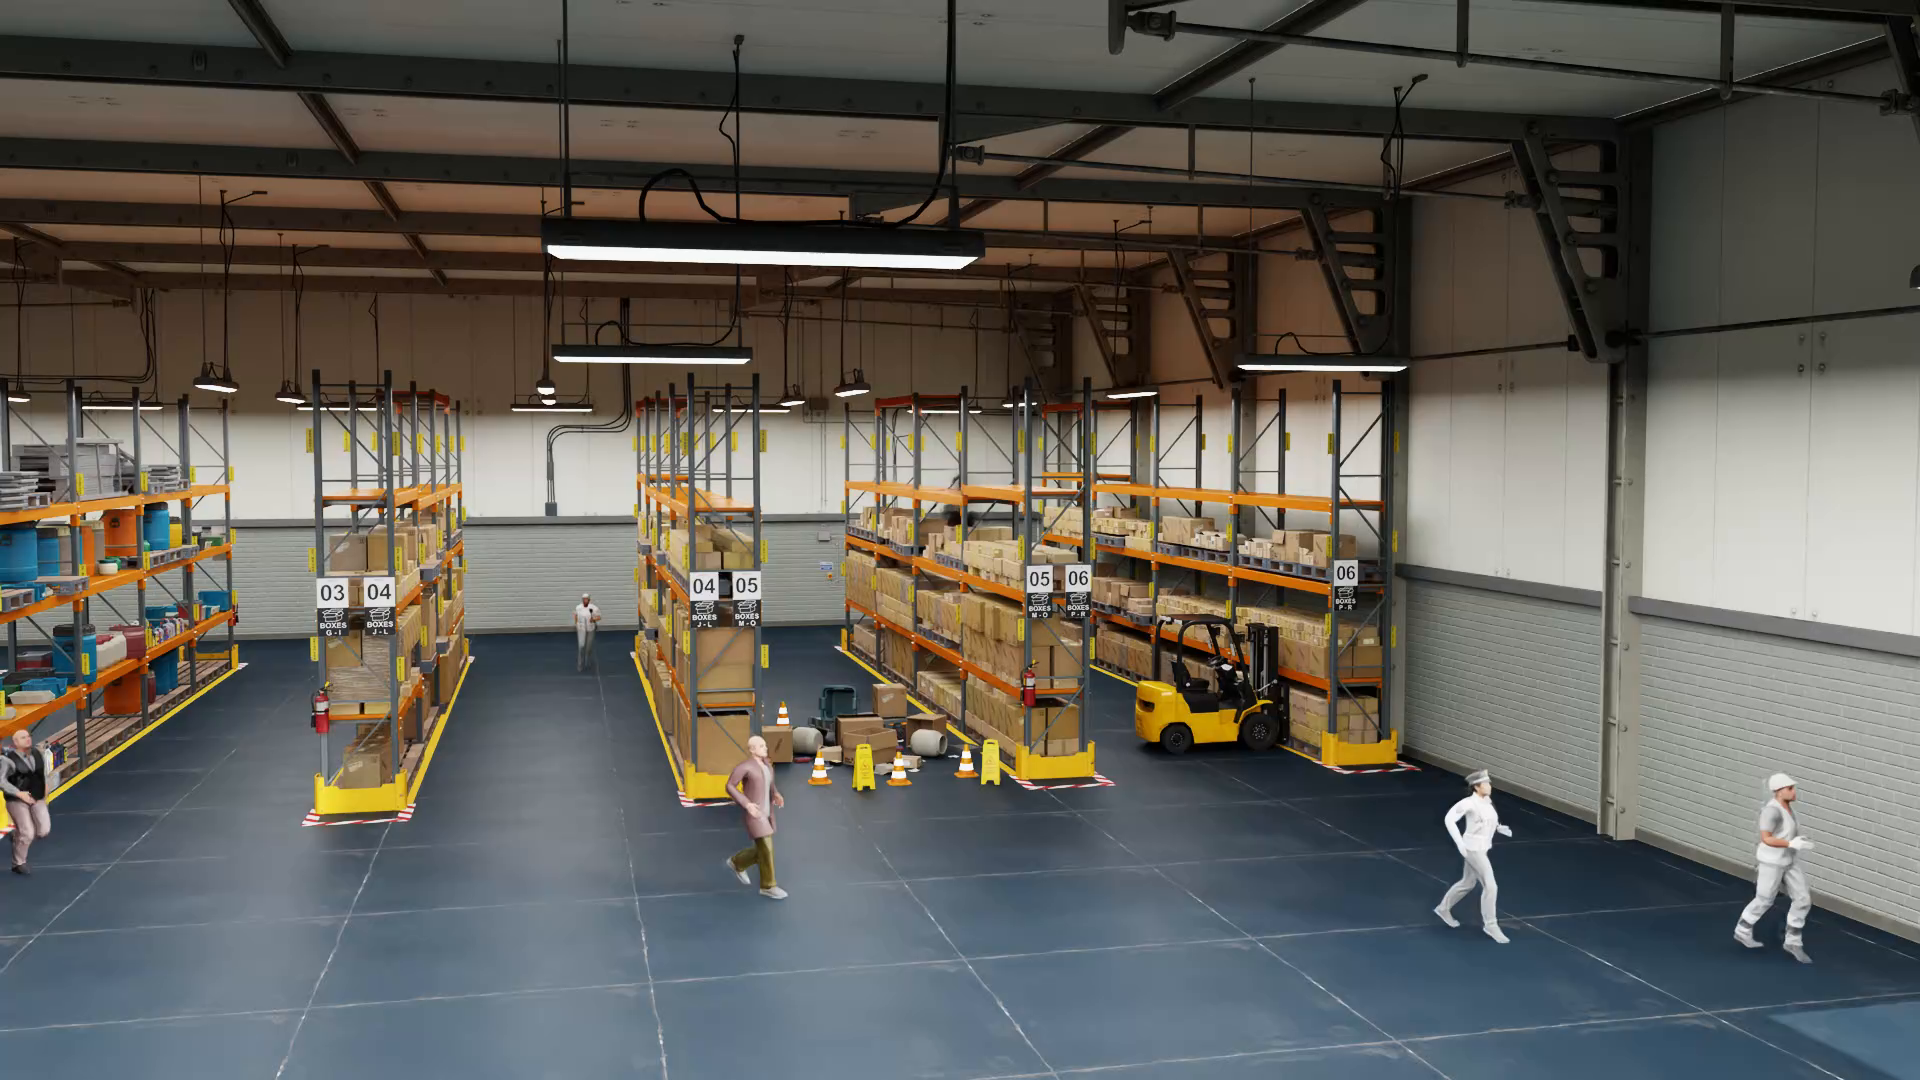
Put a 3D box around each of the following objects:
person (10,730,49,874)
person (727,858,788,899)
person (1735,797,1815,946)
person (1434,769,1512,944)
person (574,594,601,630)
[{"bbox_3d":[-10.908,3.045,19.460,0.646,1.686,0.584,2,4,25],"label":"person"},{"bbox_3d":[-2.258,3.750,18.542,0.861,0.373,0.215,2,4,28],"label":"person"},{"bbox_3d":[7.945,3.219,16.150,0.609,1.443,0.757,-2,4,-36],"label":"person"},{"bbox_3d":[5.223,3.178,16.906,0.794,1.729,0.440,2,4,34],"label":"person"},{"bbox_3d":[-8.265,1.600,36.890,0.603,0.794,0.539,-1,3,-12],"label":"person"}]
